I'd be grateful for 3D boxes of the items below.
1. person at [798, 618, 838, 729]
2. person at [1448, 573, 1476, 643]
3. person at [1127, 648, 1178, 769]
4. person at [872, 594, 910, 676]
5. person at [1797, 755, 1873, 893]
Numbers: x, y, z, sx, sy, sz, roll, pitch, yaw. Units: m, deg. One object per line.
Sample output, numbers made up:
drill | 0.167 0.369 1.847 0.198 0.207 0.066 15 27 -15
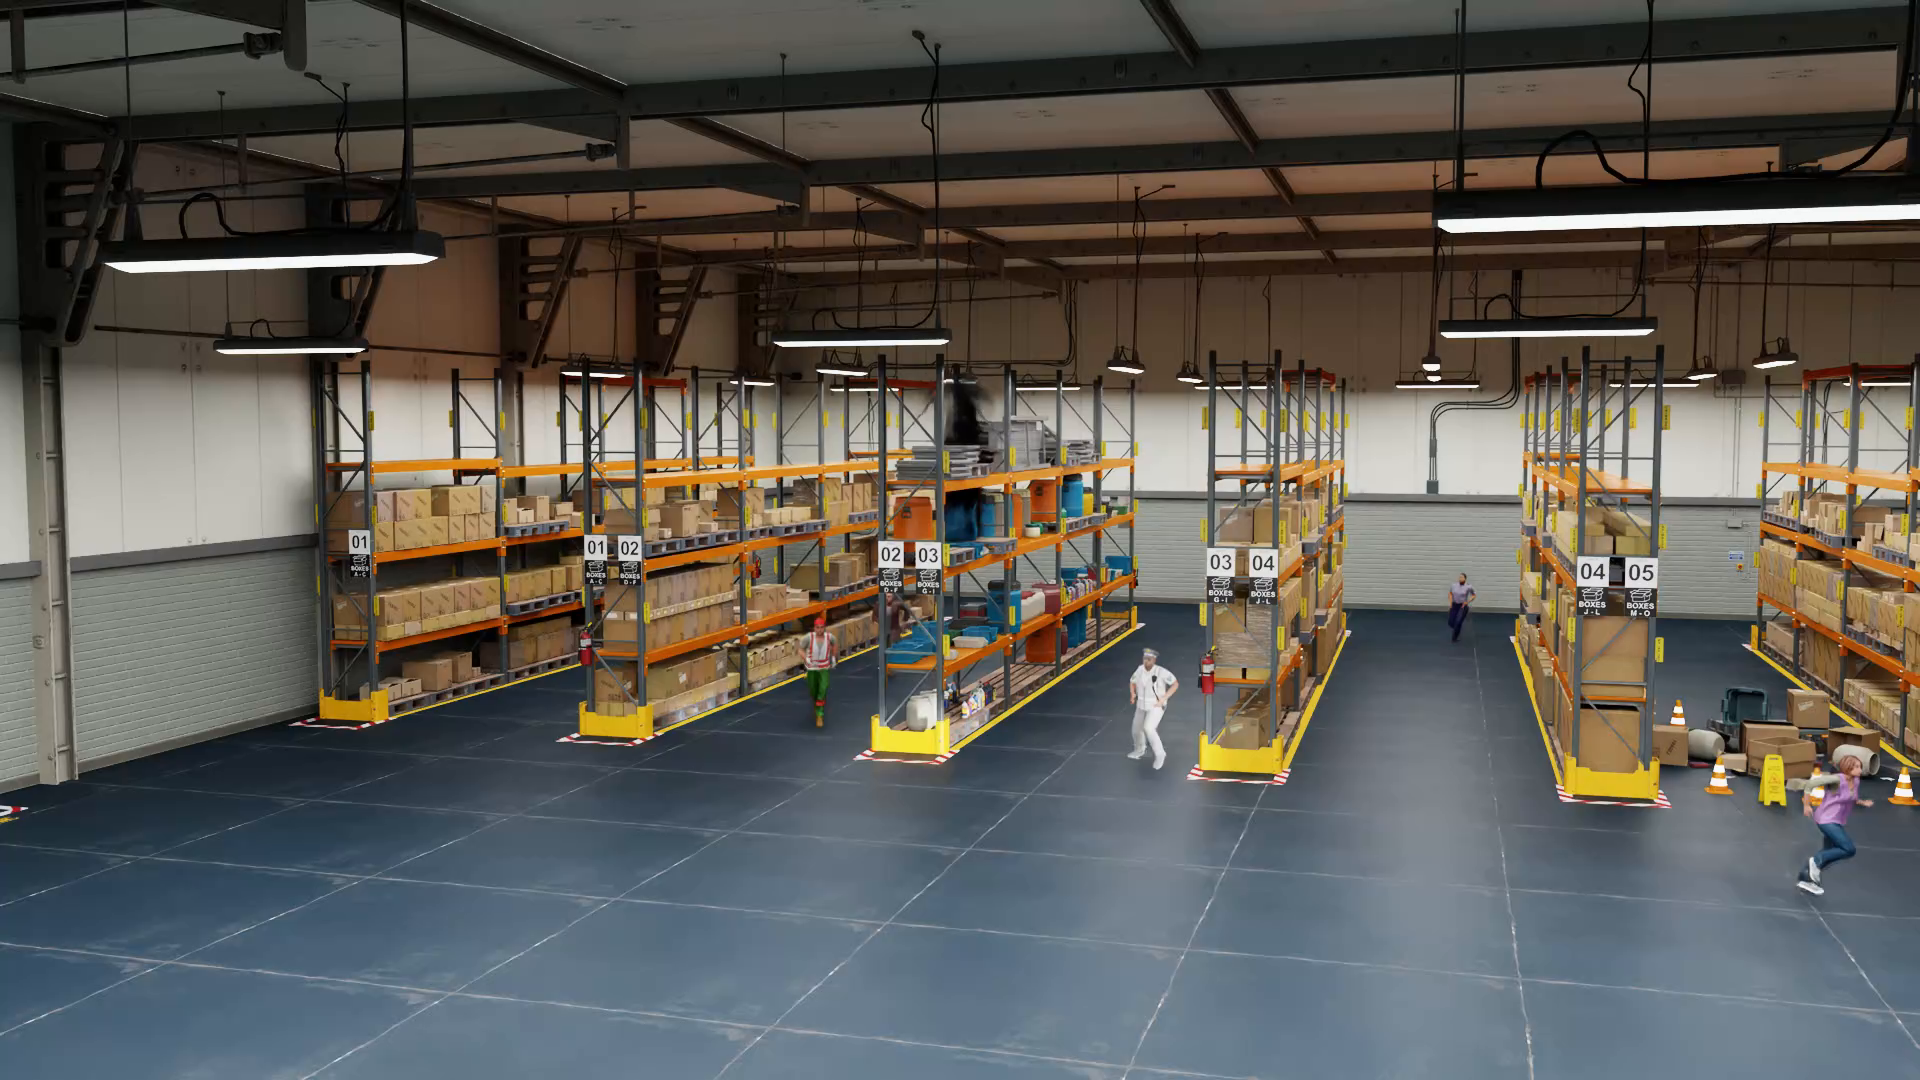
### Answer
person | -2.354 2.156 27.572 0.658 1.773 1.088 0 4 -6
person | 11.382 1.547 37.728 0.607 1.624 0.573 2 5 31
person | 2.761 2.430 24.236 0.838 1.751 0.700 3 5 36
person | -1.362 1.870 32.382 0.682 1.611 0.885 1 4 11
person | 9.189 2.992 17.458 0.524 1.525 0.735 -3 5 -36
